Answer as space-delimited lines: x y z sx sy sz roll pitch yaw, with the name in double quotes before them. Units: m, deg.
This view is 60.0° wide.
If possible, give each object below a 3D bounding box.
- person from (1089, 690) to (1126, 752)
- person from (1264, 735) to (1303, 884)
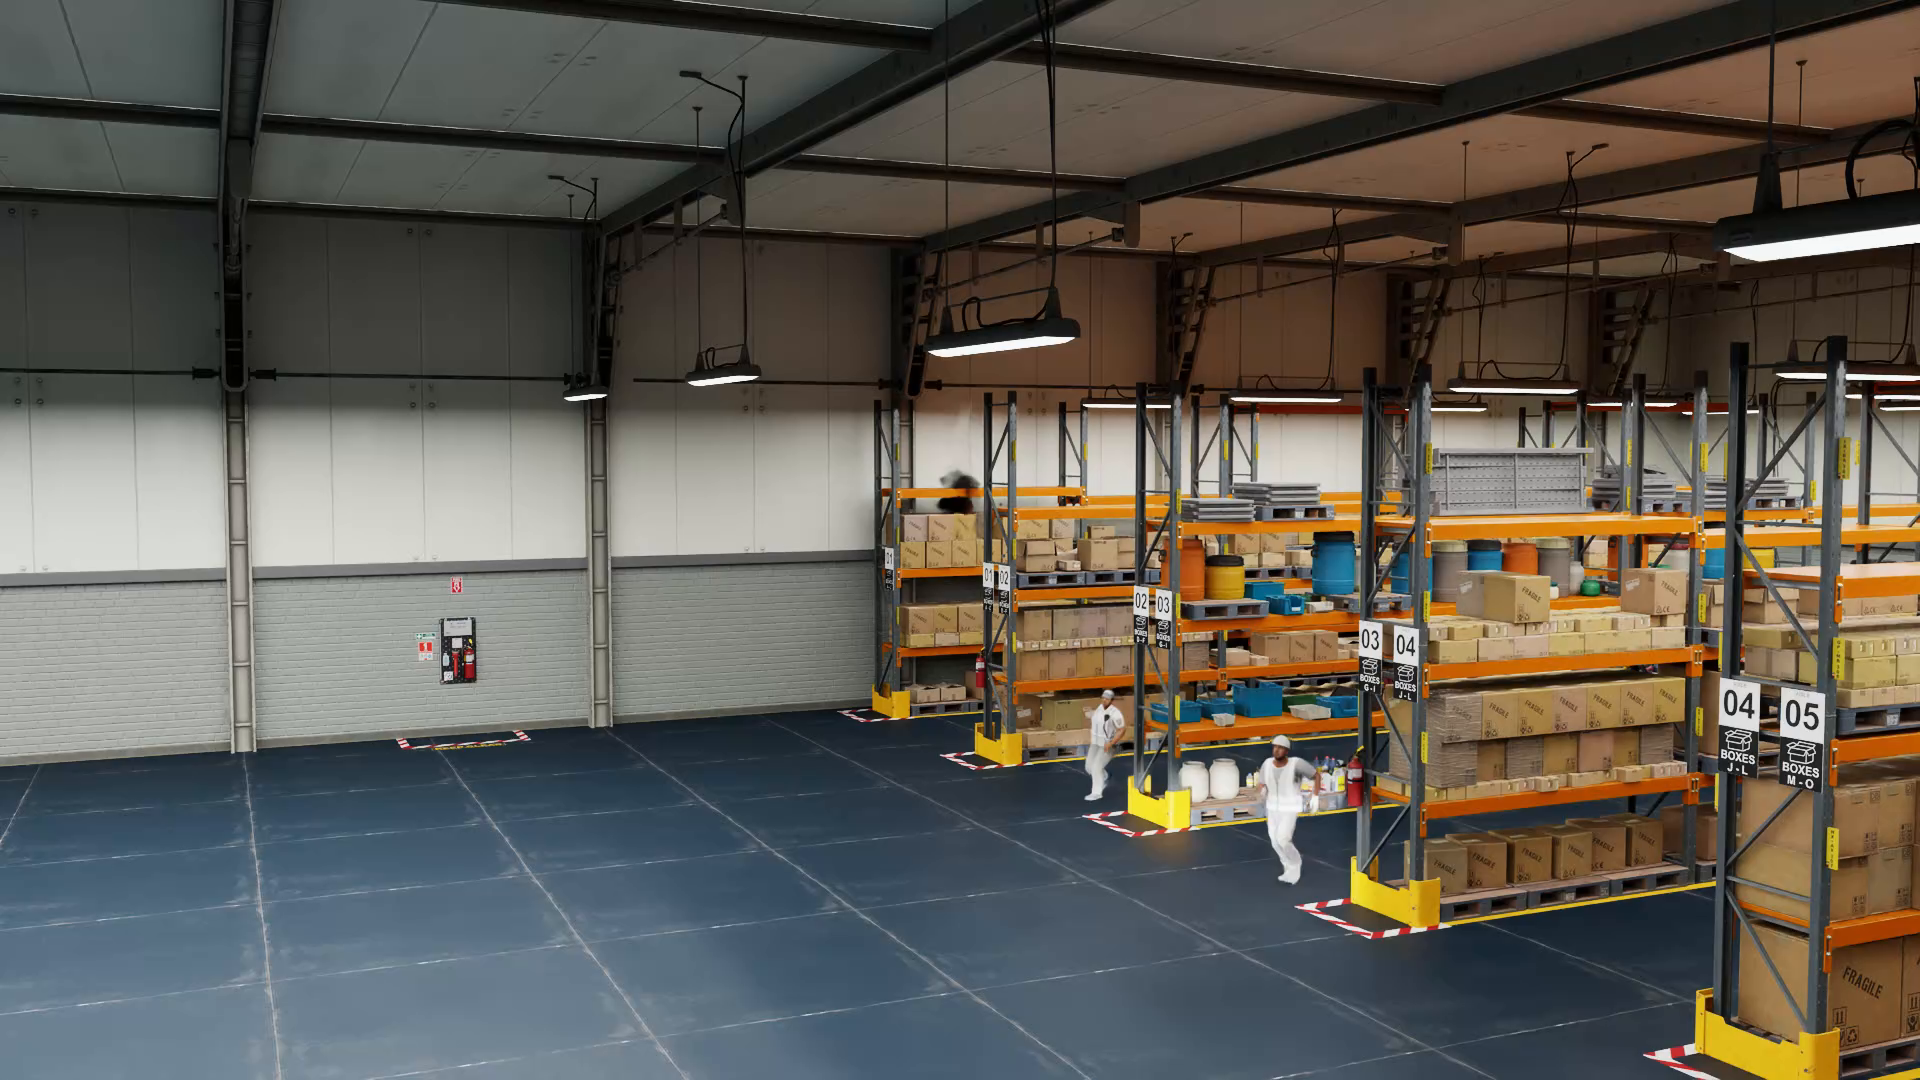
"person" 2.118 2.595 24.052 0.408 0.879 0.632 -3 5 -44
"person" 3.799 3.137 19.437 0.484 1.738 0.484 3 4 42
